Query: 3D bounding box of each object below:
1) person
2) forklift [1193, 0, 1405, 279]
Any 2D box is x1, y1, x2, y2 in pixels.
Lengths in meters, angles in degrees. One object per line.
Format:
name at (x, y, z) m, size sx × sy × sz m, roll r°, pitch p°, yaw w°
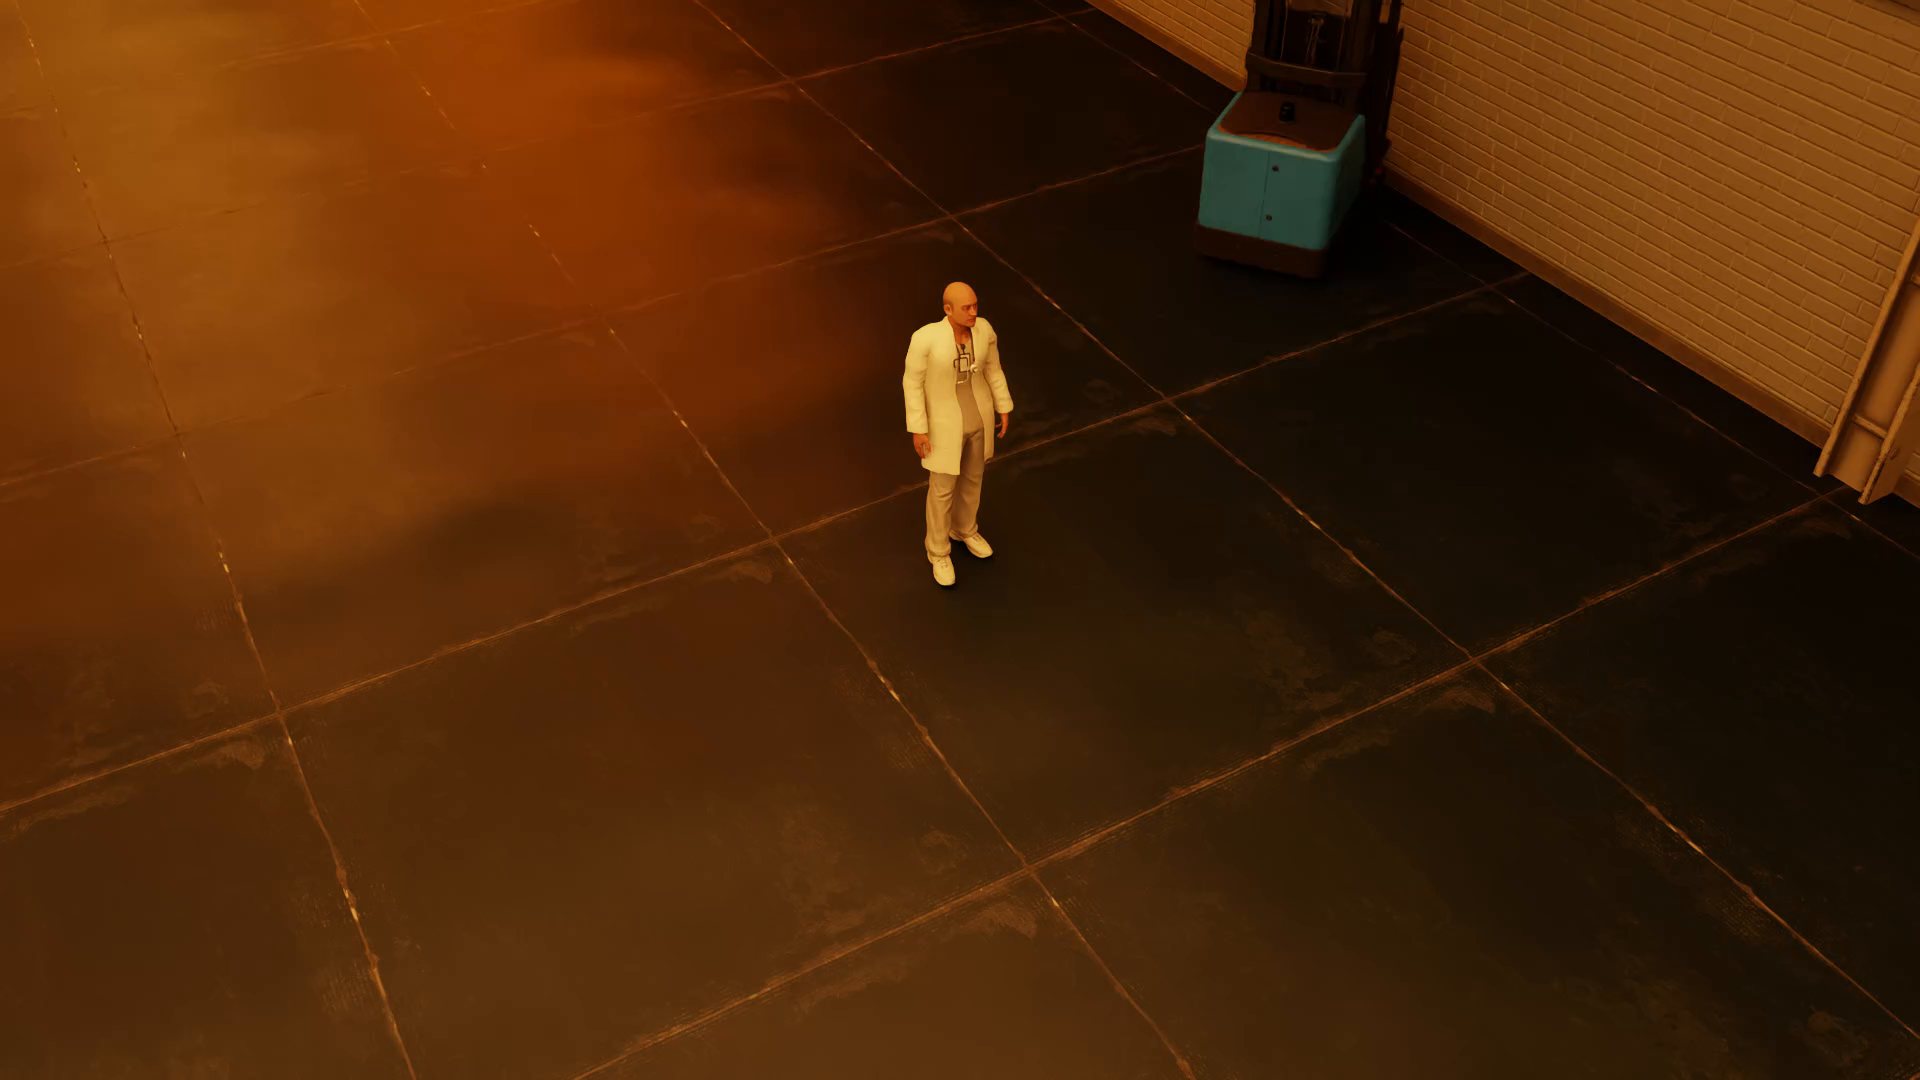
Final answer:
person at (0.041, -0.638, 9.698) m, size 0.696 × 1.776 × 0.581 m, roll -20°, pitch 44°, yaw -23°
forklift at (2.895, -4.047, 12.916) m, size 1.130 × 2.935 × 3.031 m, roll 16°, pitch 42°, yaw 19°
